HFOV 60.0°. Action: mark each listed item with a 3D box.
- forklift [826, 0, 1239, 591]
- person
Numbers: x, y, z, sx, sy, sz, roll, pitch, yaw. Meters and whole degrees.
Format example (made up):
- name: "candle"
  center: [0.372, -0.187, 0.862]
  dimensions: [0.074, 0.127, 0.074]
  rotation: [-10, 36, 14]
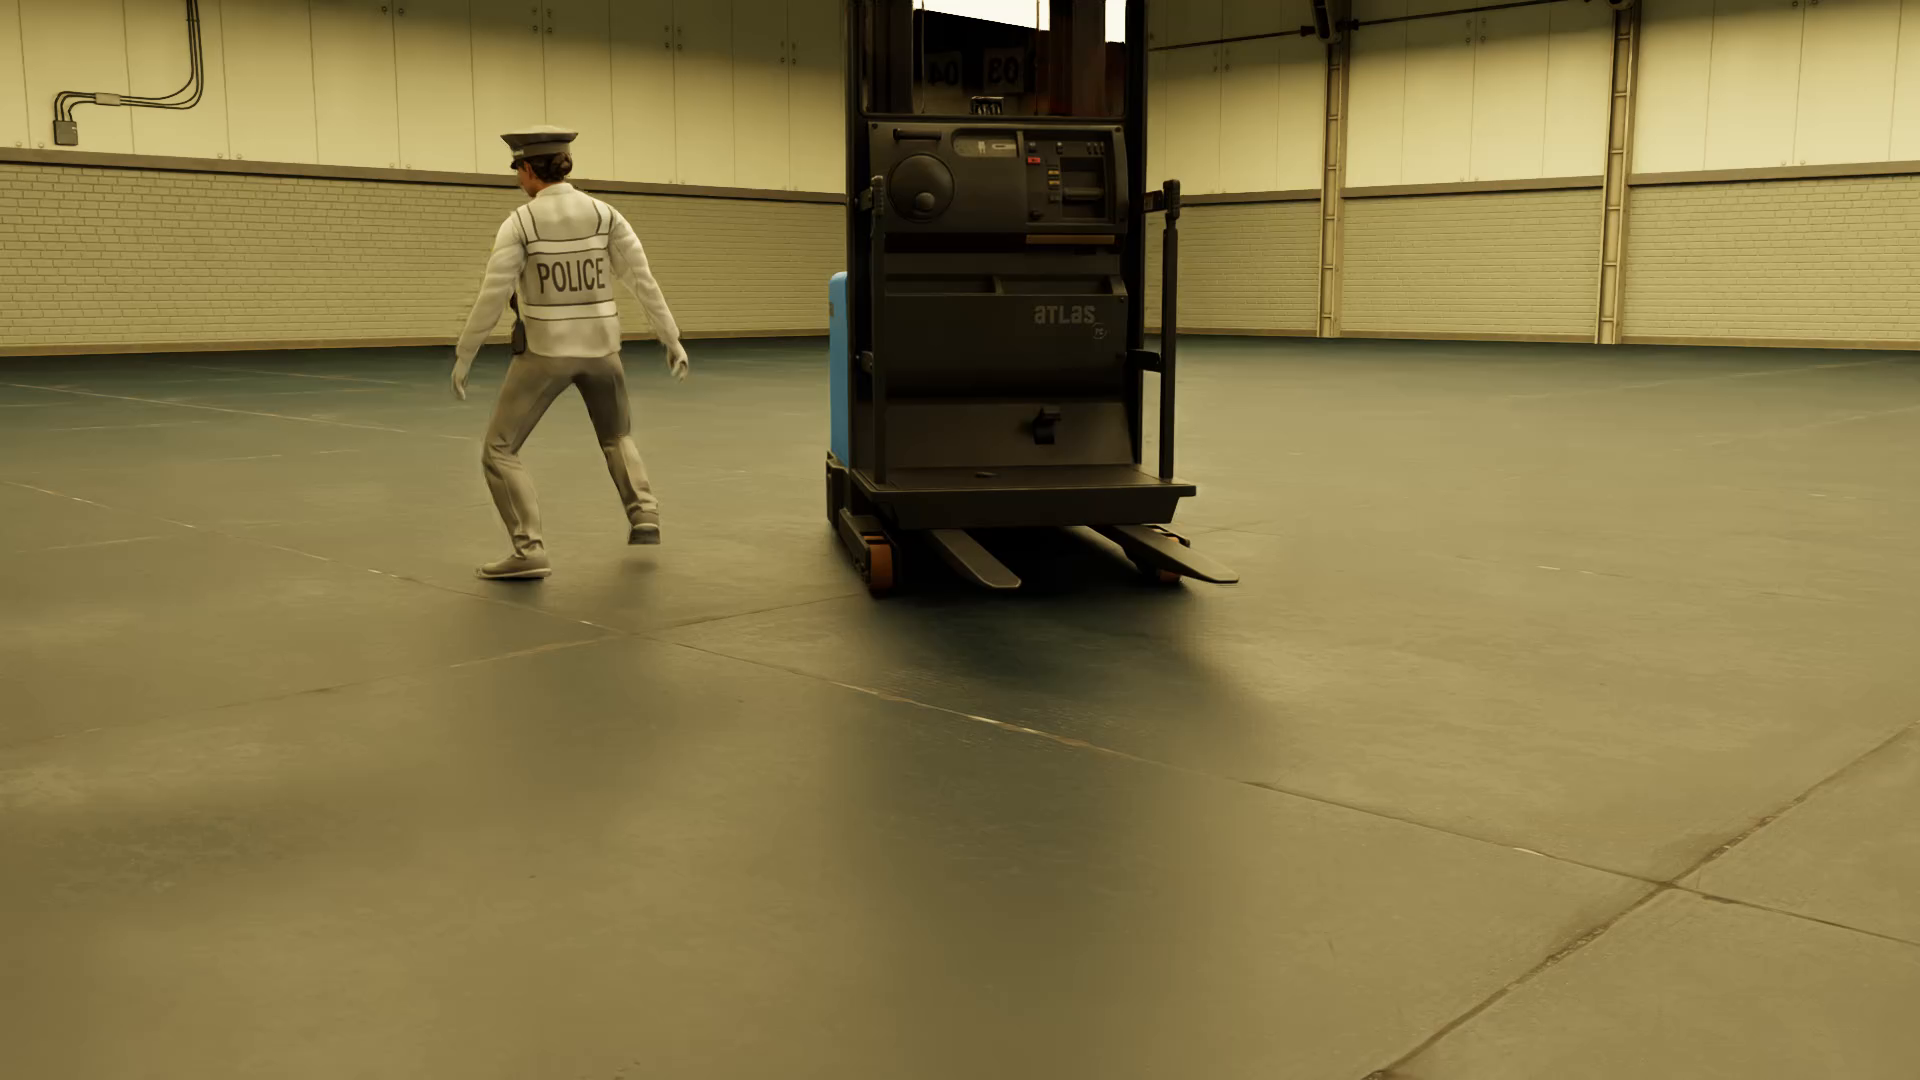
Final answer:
- name: "forklift"
  center: [0.175, -1.333, 5.725]
  dimensions: [1.130, 2.935, 3.031]
  rotation: [-1, 9, -9]
- name: "person"
  center: [-1.391, -0.672, 5.955]
  dimensions: [0.828, 1.581, 0.472]
  rotation: [-5, 10, -29]
